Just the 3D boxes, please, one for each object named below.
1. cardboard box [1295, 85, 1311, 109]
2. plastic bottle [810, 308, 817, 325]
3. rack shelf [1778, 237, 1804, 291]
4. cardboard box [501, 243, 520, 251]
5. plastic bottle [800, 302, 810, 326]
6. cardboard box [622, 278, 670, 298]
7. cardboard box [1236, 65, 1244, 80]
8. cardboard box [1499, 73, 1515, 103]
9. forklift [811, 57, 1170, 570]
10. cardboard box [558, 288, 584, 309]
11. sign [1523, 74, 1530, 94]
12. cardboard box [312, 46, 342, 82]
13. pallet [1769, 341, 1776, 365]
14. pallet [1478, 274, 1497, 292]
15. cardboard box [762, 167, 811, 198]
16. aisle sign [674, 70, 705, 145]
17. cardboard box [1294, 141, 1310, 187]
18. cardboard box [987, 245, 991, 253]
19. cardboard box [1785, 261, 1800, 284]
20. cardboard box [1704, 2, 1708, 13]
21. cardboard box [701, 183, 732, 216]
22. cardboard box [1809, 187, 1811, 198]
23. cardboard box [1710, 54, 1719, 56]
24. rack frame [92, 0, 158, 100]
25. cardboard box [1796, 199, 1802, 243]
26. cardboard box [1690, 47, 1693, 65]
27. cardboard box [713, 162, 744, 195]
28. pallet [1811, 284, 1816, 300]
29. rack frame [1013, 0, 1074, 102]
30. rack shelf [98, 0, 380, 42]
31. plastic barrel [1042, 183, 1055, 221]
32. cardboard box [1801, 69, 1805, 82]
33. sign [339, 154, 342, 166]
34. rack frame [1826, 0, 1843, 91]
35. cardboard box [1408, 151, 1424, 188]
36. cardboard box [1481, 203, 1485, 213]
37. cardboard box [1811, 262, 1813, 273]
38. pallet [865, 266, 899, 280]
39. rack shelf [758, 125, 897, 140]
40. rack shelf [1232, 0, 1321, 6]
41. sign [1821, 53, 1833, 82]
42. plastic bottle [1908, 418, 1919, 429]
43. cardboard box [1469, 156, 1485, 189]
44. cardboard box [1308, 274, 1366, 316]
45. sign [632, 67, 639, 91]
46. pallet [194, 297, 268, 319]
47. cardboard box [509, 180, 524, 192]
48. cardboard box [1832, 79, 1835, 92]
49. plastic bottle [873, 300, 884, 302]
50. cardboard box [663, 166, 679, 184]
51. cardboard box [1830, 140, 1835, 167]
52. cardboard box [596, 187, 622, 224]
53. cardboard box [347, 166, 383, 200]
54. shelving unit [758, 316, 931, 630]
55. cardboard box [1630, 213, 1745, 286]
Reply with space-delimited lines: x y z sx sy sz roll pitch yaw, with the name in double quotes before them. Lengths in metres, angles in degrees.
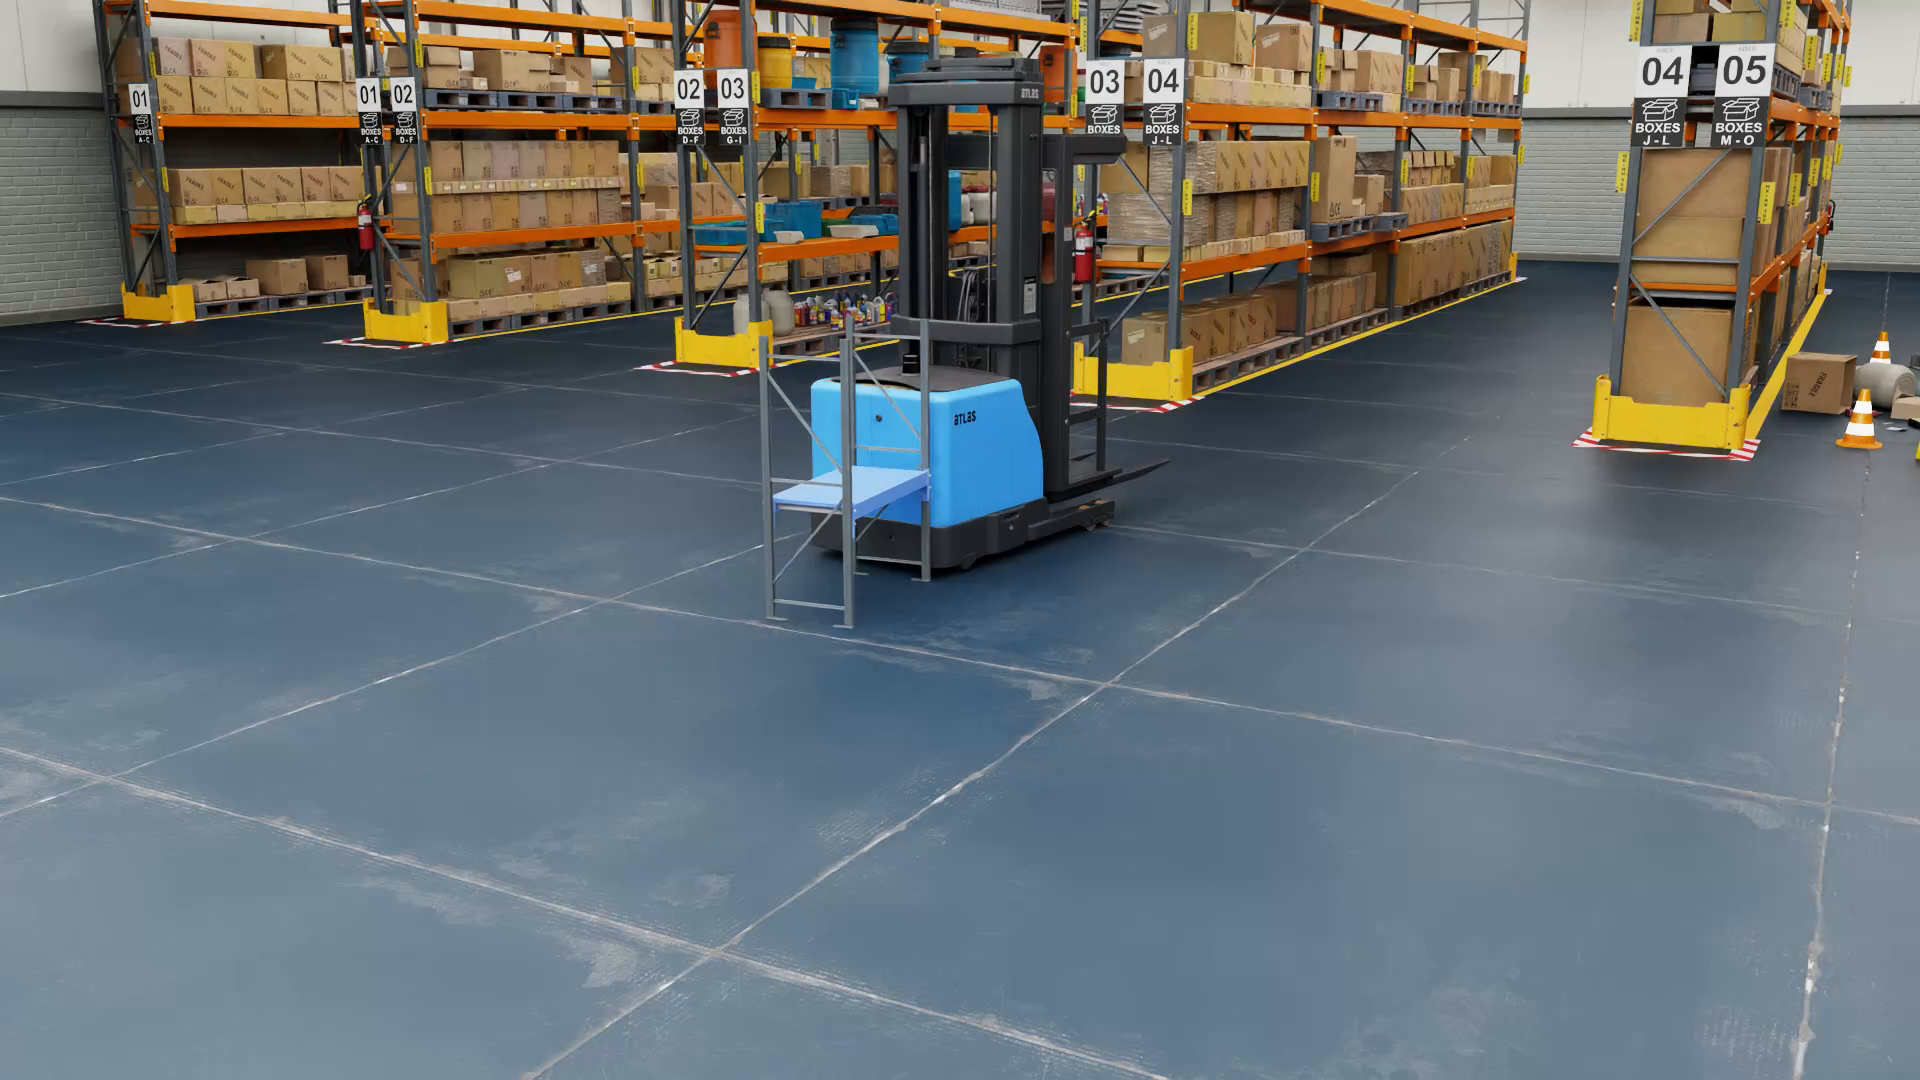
"cardboard box" 3.613 -4.965 18.649 0.500 0.250 0.500 8 16 30
"plastic bottle" -1.829 -2.790 20.740 0.097 0.201 0.097 0 14 0
"rack shelf" 8.865 -3.181 18.863 1.077 0.370 4.000 7 15 28
"cardboard box" -8.123 -4.960 29.102 0.700 0.500 0.500 7 15 28
"plastic bottle" -1.921 -2.800 20.605 0.061 0.283 0.133 7 15 28
"cardboard box" -4.653 -3.748 24.653 0.500 0.250 0.500 7 15 27
"cardboard box" 2.665 -4.755 16.926 0.380 0.149 0.250 7 15 26
"cardboard box" 9.202 -7.812 28.814 0.700 0.500 0.500 6 15 25
"forklift" 0.363 -1.543 10.682 1.130 2.935 3.031 10 17 35
"cardboard box" -5.577 -3.368 23.075 0.500 0.250 0.500 7 15 28
"sign" 9.874 -7.951 28.993 0.100 0.325 0.005 7 15 28
"cardboard box" -9.665 -7.142 24.967 0.500 0.500 0.500 8 16 31
"pallet" 8.794 -2.183 19.138 1.003 0.211 1.213 7 15 28
"pallet" 8.497 -4.387 28.281 1.003 0.211 1.213 7 15 28
"cardboard box" -2.926 -6.042 28.085 0.700 0.500 0.500 2 14 9
"aisle sign" -2.959 -4.726 18.191 0.394 0.787 0.004 7 15 28
"cardboard box" 3.628 -4.259 18.818 0.500 0.500 0.500 7 15 28
"cardboard box" 0.414 -5.912 33.764 0.380 0.166 0.250 7 15 28
"cardboard box" 10.377 -3.409 21.110 0.500 0.250 0.500 7 15 26
"cardboard box" 6.200 -4.541 14.294 0.380 0.149 0.250 8 16 29
"cardboard box" -3.928 -5.349 26.109 0.500 0.500 0.500 6 15 25
"cardboard box" 11.746 -4.884 23.399 0.380 0.149 0.250 8 16 30
"cardboard box" 6.686 -4.523 15.072 0.500 0.250 0.500 8 15 29
"rack frame" -11.337 -7.483 22.370 1.000 3.000 0.127 7 15 28
"cardboard box" 9.365 -3.662 19.111 0.500 0.500 0.500 7 15 27
"cardboard box" 5.828 -3.995 13.732 0.380 0.149 0.250 7 15 28
"cardboard box" -4.902 -7.433 34.323 0.980 0.700 0.700 7 15 27
"pallet" 13.239 -4.049 26.876 1.003 0.211 1.213 7 15 28
"rack frame" 1.203 -8.001 24.523 1.000 3.000 0.127 7 15 28
"rack shelf" -10.370 -7.542 24.157 1.077 0.370 4.000 7 15 28
"plastic barrel" 1.244 -5.022 24.672 0.600 0.536 0.708 7 15 28
"cardboard box" 8.803 -4.967 17.764 0.380 0.149 0.250 7 15 28
"sign" -9.891 -6.012 26.600 0.100 0.325 0.005 7 15 28
"rack frame" 11.765 -7.678 23.182 1.000 3.000 0.127 7 15 28
"cardboard box" 6.224 -5.342 23.937 0.797 0.503 0.637 8 16 29
"cardboard box" 8.409 -5.460 27.317 0.380 0.149 0.250 7 15 27
"cardboard box" 12.678 -4.123 25.152 0.380 0.149 0.250 8 16 29
"pallet" -1.558 -4.941 30.578 1.003 0.211 1.213 7 15 28
"rack shelf" -2.165 -7.166 28.992 1.077 0.370 4.000 7 15 28
"rack shelf" 2.638 -5.858 17.174 1.077 0.370 4.000 7 15 28
"sign" 10.314 -5.625 19.792 0.100 0.325 0.005 7 15 28
"plastic bottle" 8.481 -1.037 14.703 0.133 0.061 0.283 2 14 9
"cardboard box" 8.173 -5.950 26.900 0.500 0.500 0.500 7 15 28
"cardboard box" 4.975 -3.268 22.082 0.700 0.500 0.500 6 15 23
"sign" -4.578 -6.512 23.472 0.100 0.325 0.005 7 15 28
"pallet" -10.877 -3.389 24.140 1.003 0.211 1.213 7 15 28
"cardboard box" -6.000 -4.690 21.991 0.380 0.149 0.250 7 15 27
"cardboard box" 12.208 -6.462 23.789 0.500 0.250 0.500 8 16 30
"plastic bottle" -1.024 -2.962 21.291 0.152 0.276 0.135 7 15 28
"cardboard box" -5.776 -7.002 32.287 0.500 0.500 0.500 8 15 28
"cardboard box" 13.207 -5.928 25.741 0.500 0.500 0.500 8 16 31
"cardboard box" -5.274 -4.783 23.760 0.700 0.500 0.500 7 15 27
"cardboard box" -9.361 -5.556 25.857 0.500 0.500 0.500 7 15 28
"shelving unit" -0.596 -0.401 8.997 0.538 1.500 1.048 5 15 21
"cardboard box" 6.104 -2.454 13.992 0.875 0.550 0.550 7 15 28
